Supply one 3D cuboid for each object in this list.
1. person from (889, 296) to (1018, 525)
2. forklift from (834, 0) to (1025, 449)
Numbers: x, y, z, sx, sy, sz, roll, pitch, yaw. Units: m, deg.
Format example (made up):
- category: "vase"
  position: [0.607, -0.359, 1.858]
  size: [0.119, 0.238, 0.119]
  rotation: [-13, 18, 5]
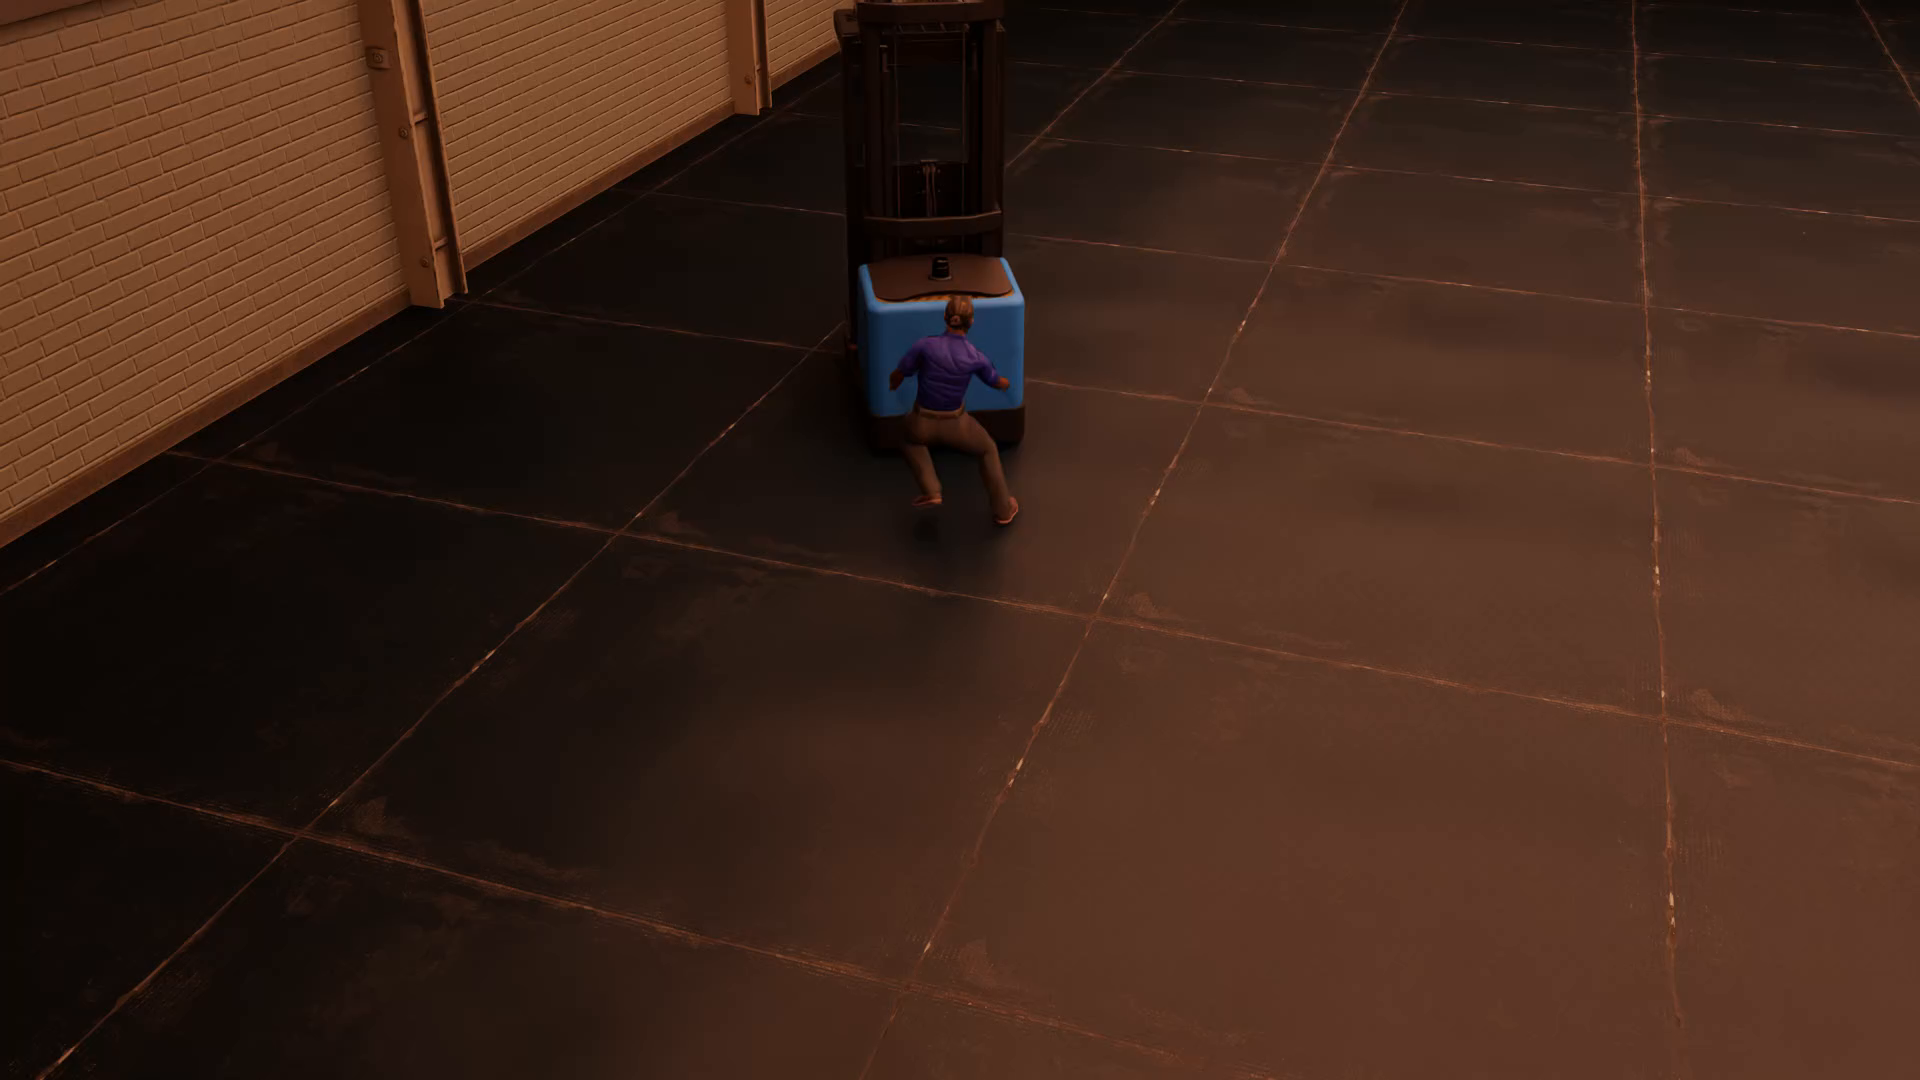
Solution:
- category: "person"
  position: [-0.037, -0.803, 9.990]
  size: [0.796, 1.494, 0.640]
  rotation: [2, 30, 3]
- category: "forklift"
  position: [-0.276, -2.581, 11.665]
  size: [1.130, 2.935, 3.031]
  rotation: [-4, 30, -7]
